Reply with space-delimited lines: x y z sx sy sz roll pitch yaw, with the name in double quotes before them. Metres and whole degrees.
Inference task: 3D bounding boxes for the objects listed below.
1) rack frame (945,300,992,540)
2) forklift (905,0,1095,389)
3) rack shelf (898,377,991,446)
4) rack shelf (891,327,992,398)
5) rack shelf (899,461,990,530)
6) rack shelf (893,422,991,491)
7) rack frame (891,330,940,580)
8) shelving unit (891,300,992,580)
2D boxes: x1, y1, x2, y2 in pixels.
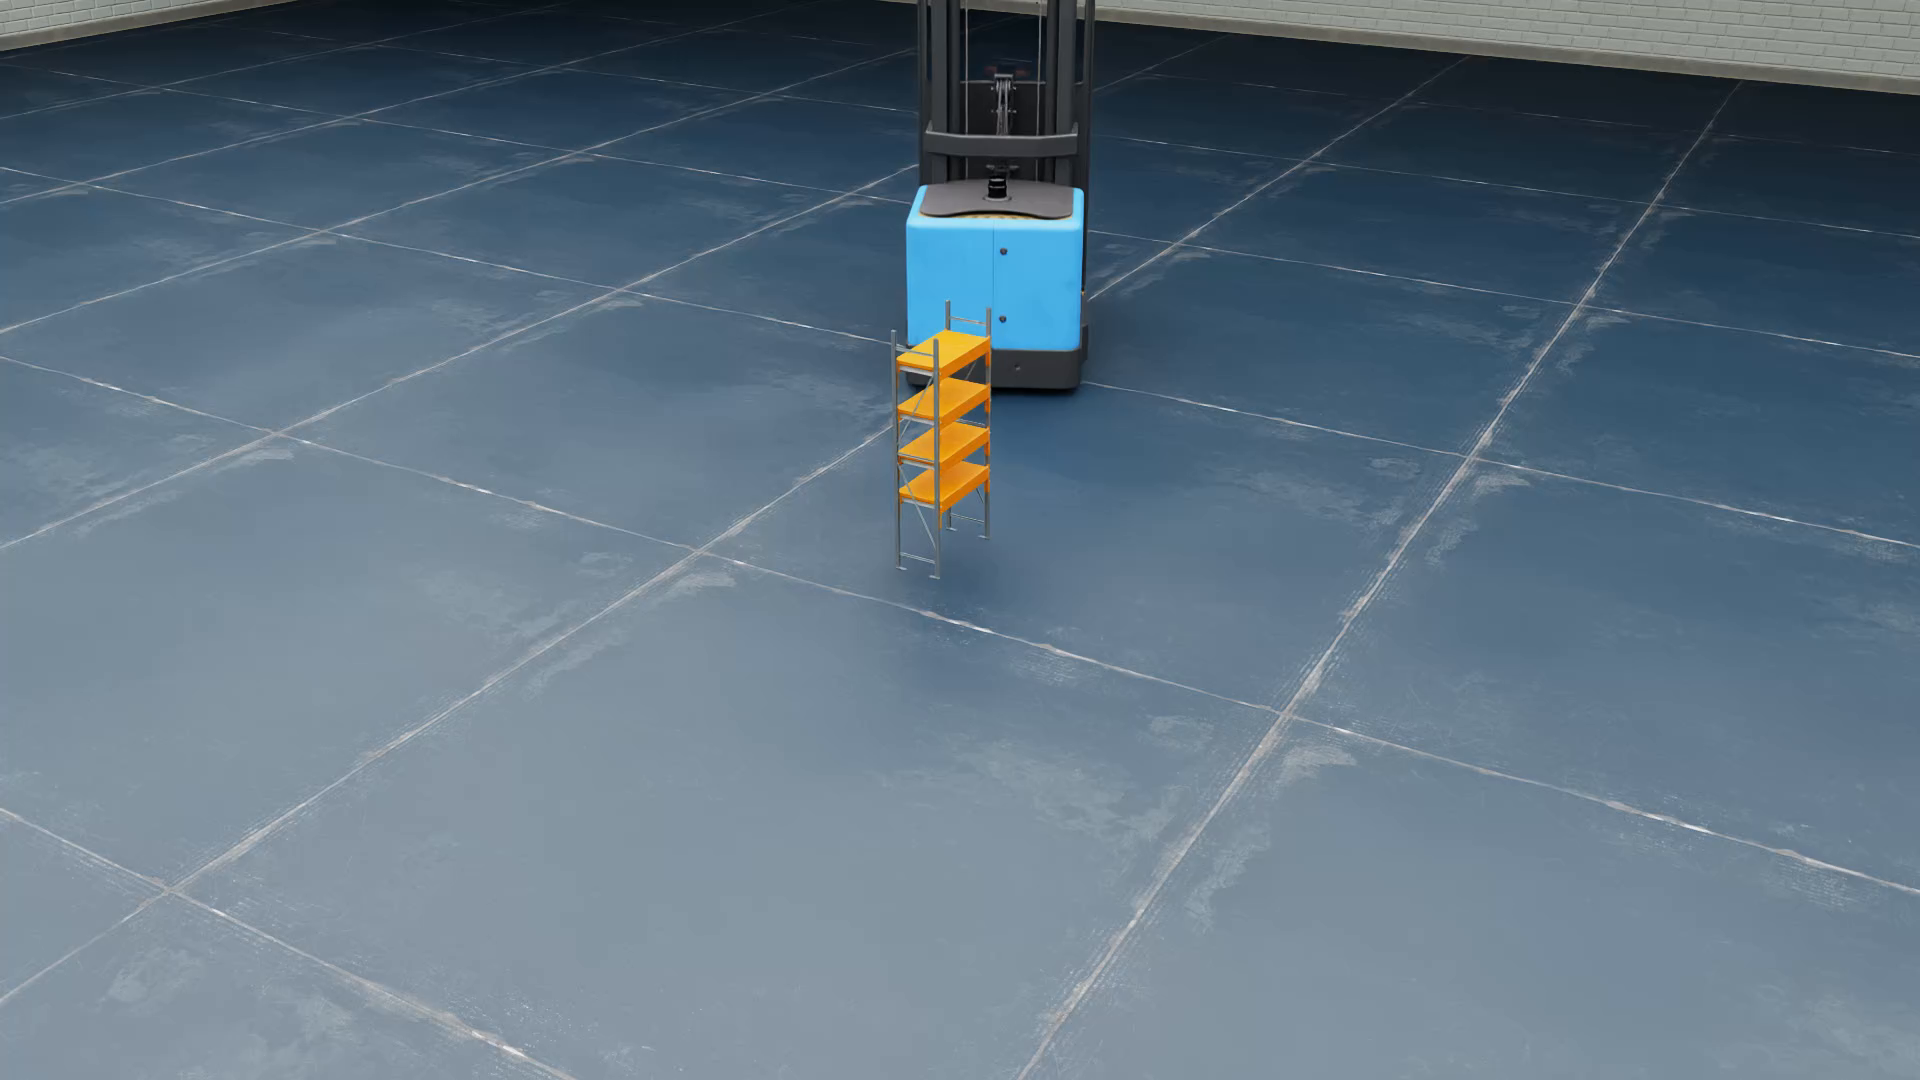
"rack frame" 0.039 -0.567 8.043 0.240 1.200 0.015 14 30 26
"forklift" 0.300 -2.833 10.635 1.130 2.935 3.031 2 27 4
"rack shelf" -0.081 -0.612 7.783 0.258 0.148 0.480 14 30 26
"rack shelf" -0.081 -0.823 7.677 0.258 0.148 0.480 14 30 26
"rack shelf" -0.081 -0.234 7.972 0.258 0.148 0.480 14 30 26
"rack shelf" -0.081 -0.412 7.883 0.258 0.148 0.480 14 30 26
"rack frame" -0.201 -0.377 7.663 0.240 1.200 0.015 14 30 26
"shelving unit" -0.081 -0.472 7.853 0.258 1.200 0.503 14 30 26
